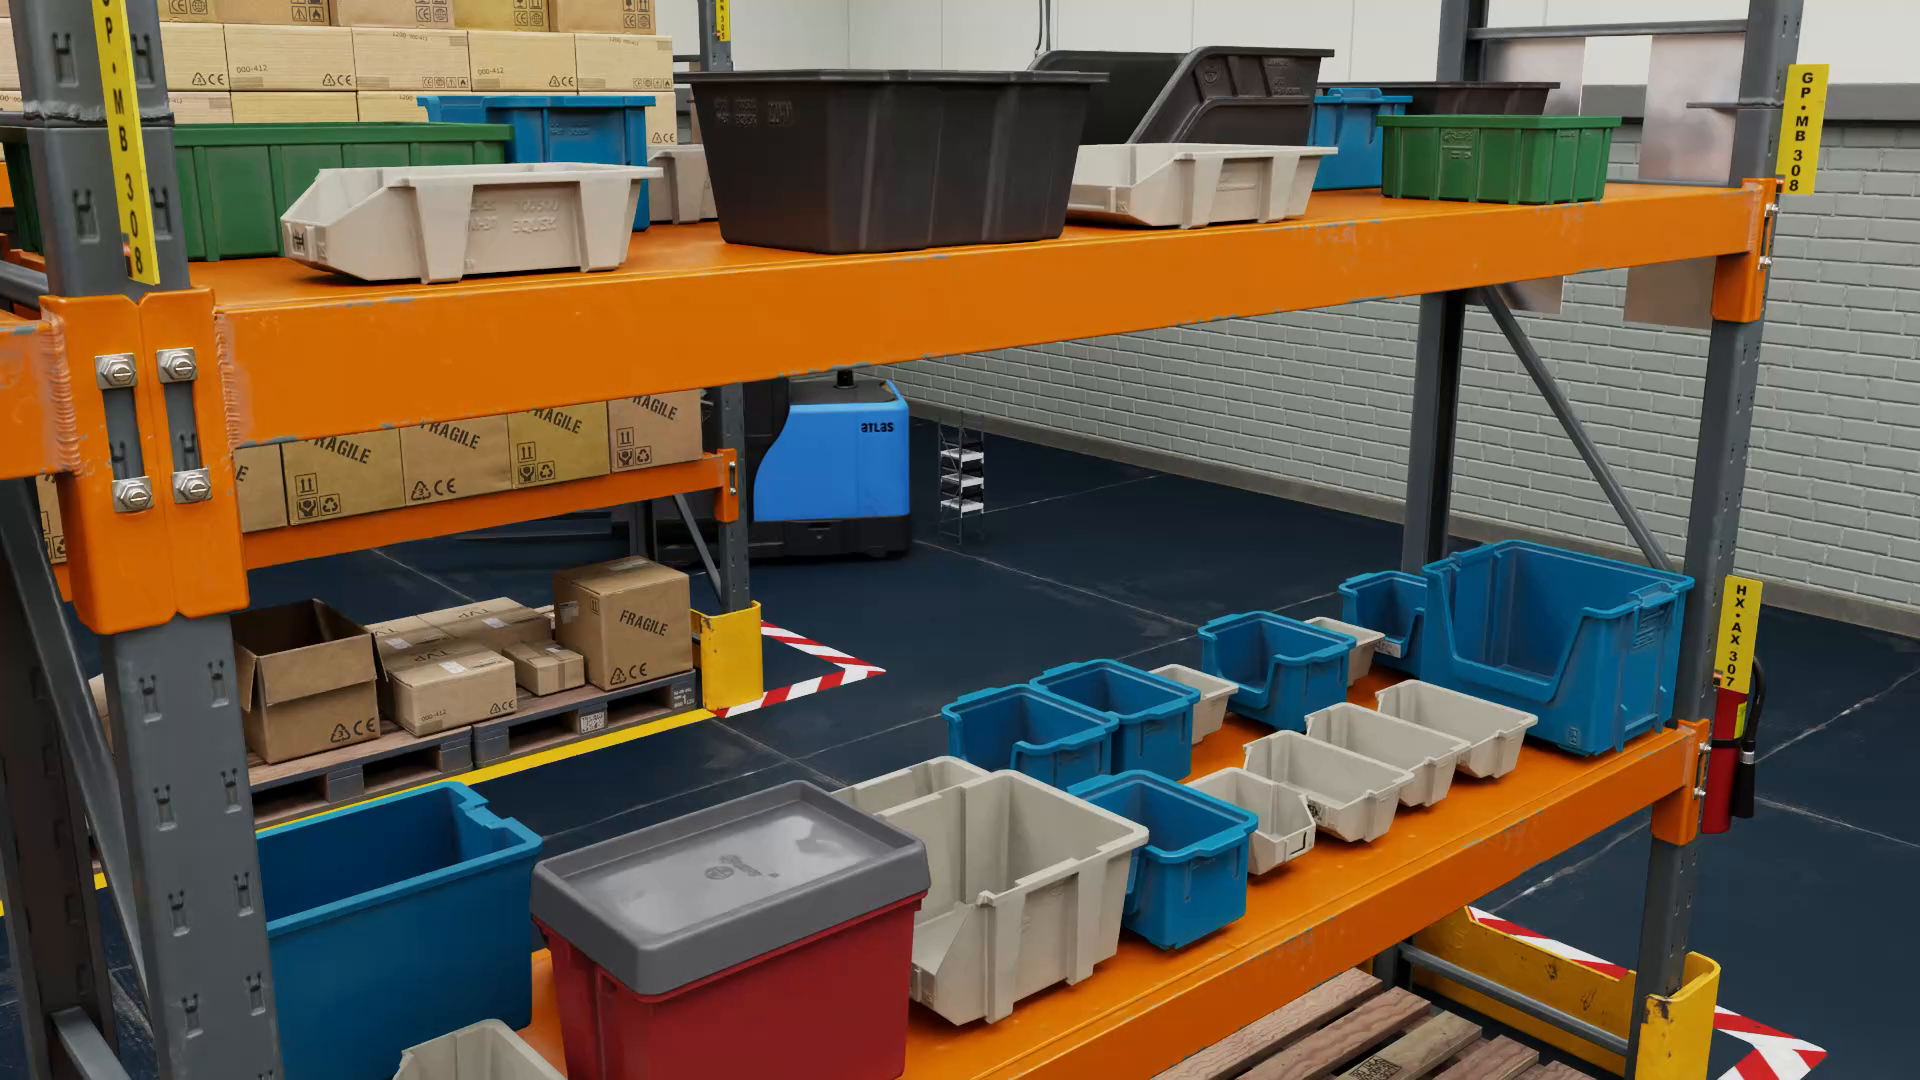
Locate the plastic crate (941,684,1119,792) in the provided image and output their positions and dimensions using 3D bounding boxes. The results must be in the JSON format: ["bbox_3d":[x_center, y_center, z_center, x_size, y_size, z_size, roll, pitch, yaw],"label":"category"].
[{"bbox_3d":[0.171,0.541,4.119,0.300,0.233,0.416,-13,19,-39],"label":"plastic crate"}]

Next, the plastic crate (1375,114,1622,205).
[{"bbox_3d":[1.236,-0.886,3.853,0.336,0.188,0.450,-13,19,-39],"label":"plastic crate"}]

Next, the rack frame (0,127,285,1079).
[{"bbox_3d":[-1.225,0.916,2.510,0.127,3.000,1.000,-13,19,-39],"label":"rack frame"}]

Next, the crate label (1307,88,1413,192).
[{"bbox_3d":[0.885,-1.046,4.329,0.502,0.251,0.408,-13,19,-39],"label":"crate label"}]

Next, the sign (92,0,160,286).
[{"bbox_3d":[-0.865,-0.431,1.720,0.005,0.325,0.100,-13,19,-39],"label":"sign"}]

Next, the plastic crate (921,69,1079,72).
[{"bbox_3d":[-0.082,-0.839,3.494,0.530,0.282,0.437,-13,19,-39],"label":"plastic crate"}]

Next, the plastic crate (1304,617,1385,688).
[{"bbox_3d":[1.094,0.352,5.013,0.298,0.136,0.250,-13,19,-39],"label":"plastic crate"}]

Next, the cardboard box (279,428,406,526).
[{"bbox_3d":[-2.764,-0.389,7.201,0.500,0.500,0.500,-13,20,-40],"label":"cardboard box"}]

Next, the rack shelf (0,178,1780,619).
[{"bbox_3d":[0.284,-0.525,3.484,4.000,0.370,1.077,-13,19,-39],"label":"rack shelf"}]

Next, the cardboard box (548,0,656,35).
[{"bbox_3d":[-1.833,-2.617,7.793,0.500,0.500,0.700,-13,19,-39],"label":"cardboard box"}]

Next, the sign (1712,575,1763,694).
[{"bbox_3d":[2.166,0.263,4.635,0.005,0.325,0.100,-13,19,-39],"label":"sign"}]

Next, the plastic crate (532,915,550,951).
[{"bbox_3d":[-0.557,0.778,3.443,0.590,0.125,0.437,-13,19,-39],"label":"plastic crate"}]

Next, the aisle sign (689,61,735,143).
[{"bbox_3d":[-1.203,-1.935,8.144,0.004,0.787,0.394,-13,19,-39],"label":"aisle sign"}]

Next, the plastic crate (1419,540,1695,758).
[{"bbox_3d":[1.663,0.285,4.686,0.499,0.435,0.616,-13,19,-39],"label":"plastic crate"}]

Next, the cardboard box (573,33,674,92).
[{"bbox_3d":[-1.676,-2.209,7.715,0.500,0.250,0.500,-13,19,-39],"label":"cardboard box"}]

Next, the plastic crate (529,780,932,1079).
[{"bbox_3d":[-0.387,0.753,2.877,0.583,0.464,0.402,-13,19,-39],"label":"plastic crate"}]

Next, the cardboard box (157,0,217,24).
[{"bbox_3d":[-3.288,-2.263,6.465,0.500,0.500,0.700,-13,19,-39],"label":"cardboard box"}]

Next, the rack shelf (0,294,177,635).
[{"bbox_3d":[-2.733,0.153,0.947,4.000,0.370,1.077,-13,19,-39],"label":"rack shelf"}]

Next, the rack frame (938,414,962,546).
[{"bbox_3d":[-0.071,-0.419,11.575,0.006,0.900,0.240,-13,19,-39],"label":"rack frame"}]

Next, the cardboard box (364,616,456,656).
[{"bbox_3d":[-2.807,0.595,8.185,0.500,0.250,0.500,-13,19,-39],"label":"cardboard box"}]

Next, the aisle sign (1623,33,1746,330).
[{"bbox_3d":[2.039,-0.973,4.543,0.004,0.787,0.394,-13,19,-39],"label":"aisle sign"}]

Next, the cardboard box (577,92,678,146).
[{"bbox_3d":[-1.670,-1.965,7.774,0.500,0.250,0.500,-13,19,-39],"label":"cardboard box"}]

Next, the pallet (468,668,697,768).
[{"bbox_3d":[-2.114,0.768,8.465,1.213,0.211,1.003,-13,19,-39],"label":"pallet"}]

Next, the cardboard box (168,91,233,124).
[{"bbox_3d":[-3.186,-1.629,6.513,0.500,0.250,0.500,-13,19,-39],"label":"cardboard box"}]

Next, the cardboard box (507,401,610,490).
[{"bbox_3d":[-2.004,-0.558,7.832,0.500,0.500,0.500,-12,19,-39],"label":"cardboard box"}]

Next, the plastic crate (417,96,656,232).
[{"bbox_3d":[-0.747,-0.669,2.955,0.300,0.233,0.416,-13,19,-39],"label":"plastic crate"}]

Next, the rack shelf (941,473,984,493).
[{"bbox_3d":[0.006,-0.404,11.648,0.200,0.077,0.258,-13,19,-39],"label":"rack shelf"}]

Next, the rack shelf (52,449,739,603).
[{"bbox_3d":[-2.965,-0.041,7.484,4.000,0.370,1.077,-13,19,-39],"label":"rack shelf"}]

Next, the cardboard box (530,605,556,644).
[{"bbox_3d":[-2.186,0.476,8.795,0.250,0.166,0.380,-13,19,-39],"label":"cardboard box"}]

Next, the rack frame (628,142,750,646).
[{"bbox_3d":[-1.456,-0.727,8.659,0.127,3.000,1.000,-13,19,-39],"label":"rack frame"}]

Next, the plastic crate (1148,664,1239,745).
[{"bbox_3d":[0.582,0.467,4.583,0.298,0.136,0.250,-13,19,-39],"label":"plastic crate"}]

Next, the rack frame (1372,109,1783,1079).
[{"bbox_3d":[1.793,0.238,5.047,0.127,3.000,1.000,-13,19,-39],"label":"rack frame"}]

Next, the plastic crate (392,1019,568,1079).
[{"bbox_3d":[-0.780,0.963,2.727,0.243,0.136,0.396,-13,19,-39],"label":"plastic crate"}]

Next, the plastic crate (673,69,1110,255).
[{"bbox_3d":[-0.108,-0.628,2.728,0.590,0.269,0.497,-13,19,-39],"label":"plastic crate"}]

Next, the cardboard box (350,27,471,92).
[{"bbox_3d":[-2.433,-2.040,7.084,0.500,0.250,0.500,-13,19,-39],"label":"cardboard box"}]

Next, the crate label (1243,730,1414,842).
[{"bbox_3d":[0.874,0.608,4.056,0.243,0.136,0.396,-13,19,-39],"label":"crate label"}]

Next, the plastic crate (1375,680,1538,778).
[{"bbox_3d":[1.296,0.510,4.424,0.243,0.136,0.396,-13,19,-39],"label":"plastic crate"}]

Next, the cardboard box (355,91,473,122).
[{"bbox_3d":[-2.423,-1.796,7.138,0.500,0.250,0.500,-13,19,-39],"label":"cardboard box"}]

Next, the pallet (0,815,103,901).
[{"bbox_3d":[-3.955,1.182,6.917,1.213,0.211,1.003,-13,19,-39],"label":"pallet"}]

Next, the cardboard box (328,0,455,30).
[{"bbox_3d":[-2.572,-2.444,7.142,0.500,0.500,0.700,-13,19,-39],"label":"cardboard box"}]

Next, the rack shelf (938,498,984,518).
[{"bbox_3d":[0.006,-0.230,11.694,0.200,0.077,0.258,-13,19,-39],"label":"rack shelf"}]

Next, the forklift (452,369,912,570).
[{"bbox_3d":[-1.889,-1.352,11.130,3.031,2.935,1.130,-2,15,-8],"label":"forklift"}]

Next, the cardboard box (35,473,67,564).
[{"bbox_3d":[-3.526,-0.218,6.561,0.500,0.500,0.500,-12,19,-38],"label":"cardboard box"}]

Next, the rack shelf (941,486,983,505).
[{"bbox_3d":[0.006,-0.317,11.671,0.200,0.077,0.258,-13,19,-39],"label":"rack shelf"}]

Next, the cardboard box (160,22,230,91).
[{"bbox_3d":[-3.183,-1.869,6.445,0.500,0.250,0.500,-13,19,-39],"label":"cardboard box"}]

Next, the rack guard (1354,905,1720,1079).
[{"bbox_3d":[1.802,1.439,5.394,0.348,0.500,1.175,-13,19,-39],"label":"rack guard"}]

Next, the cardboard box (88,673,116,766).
[{"bbox_3d":[-3.664,0.758,7.456,0.500,0.311,0.500,-13,19,-39],"label":"cardboard box"}]

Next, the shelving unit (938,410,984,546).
[{"bbox_3d":[0.006,-0.436,11.639,0.210,0.900,0.258,-13,19,-39],"label":"shelving unit"}]

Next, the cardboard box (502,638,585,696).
[{"bbox_3d":[-2.069,0.620,8.253,0.250,0.166,0.380,-13,19,-39],"label":"cardboard box"}]

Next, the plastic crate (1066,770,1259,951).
[{"bbox_3d":[0.412,0.688,3.571,0.300,0.233,0.416,-13,19,-39],"label":"plastic crate"}]
